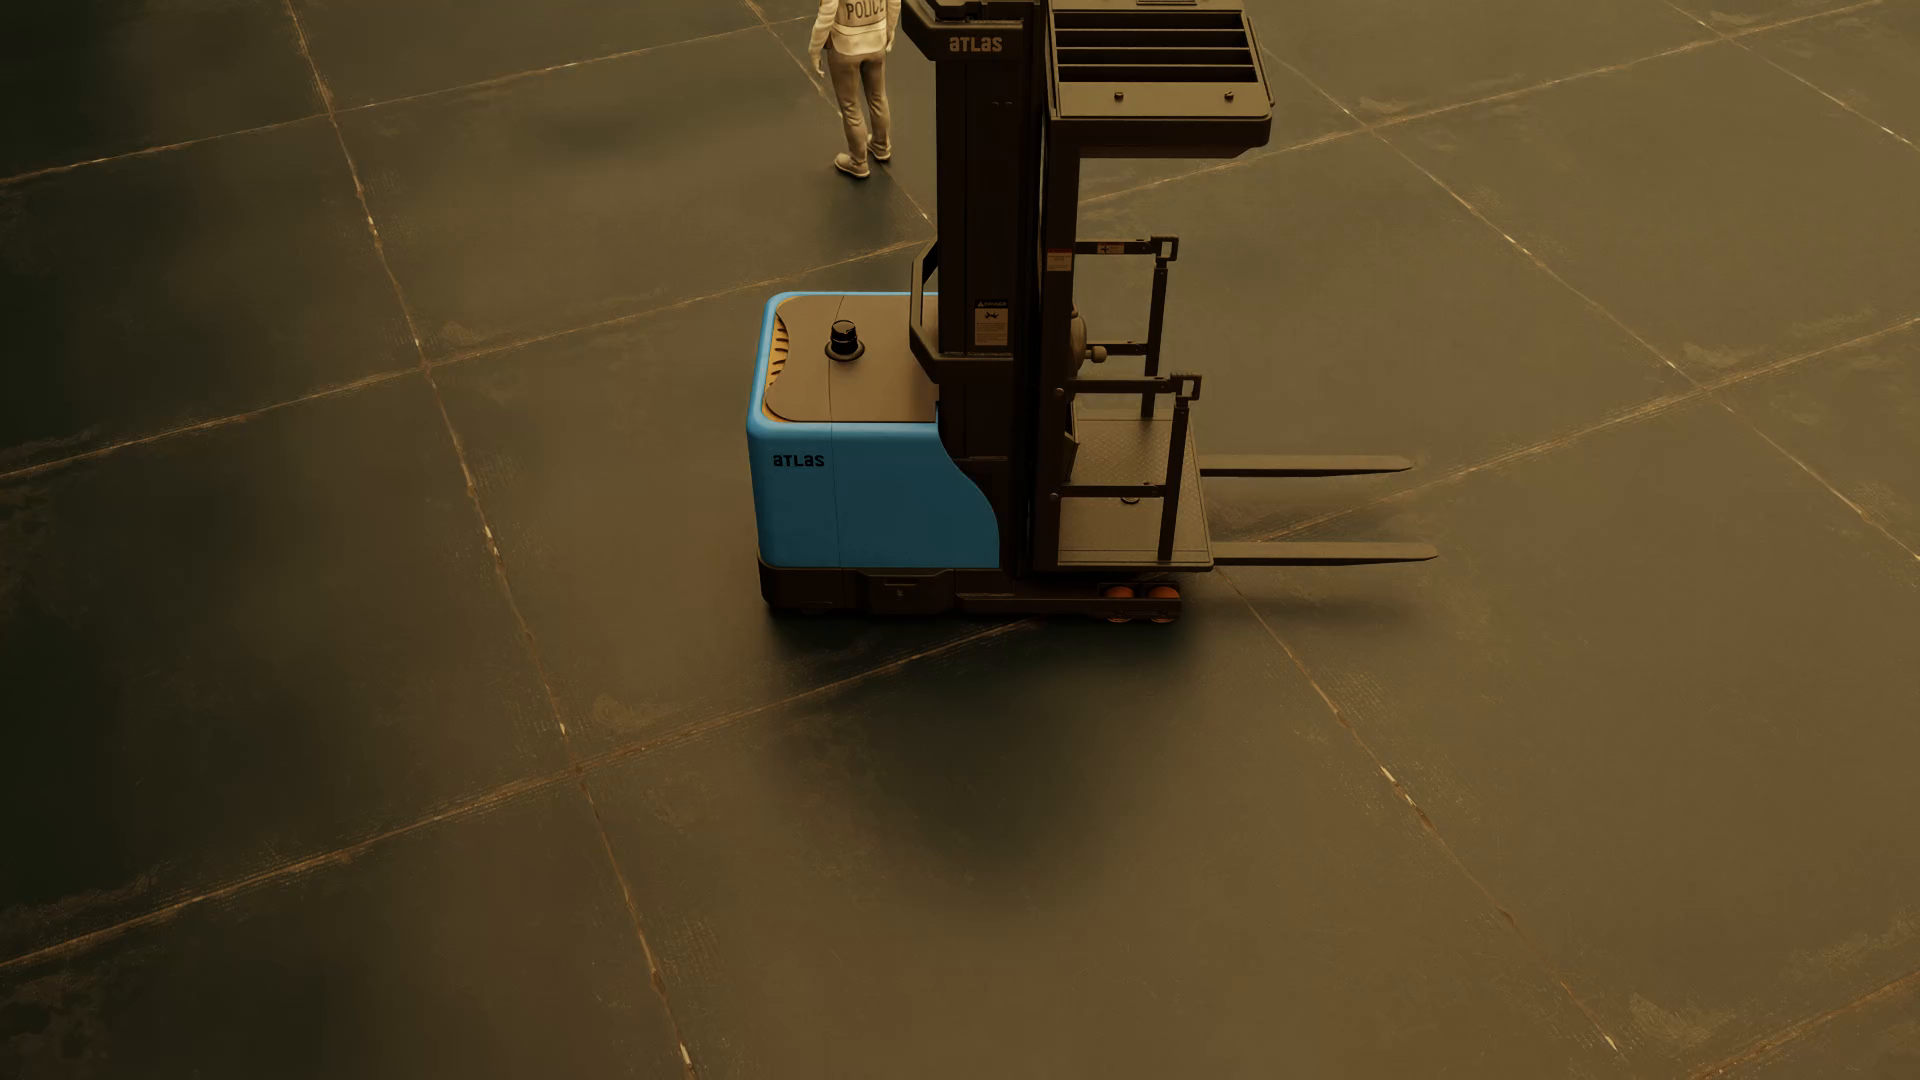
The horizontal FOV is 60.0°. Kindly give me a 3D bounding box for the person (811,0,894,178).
[{"bbox_3d":[-0.638,-2.904,9.719,0.568,1.651,0.501,-23,48,-23],"label":"person"}]

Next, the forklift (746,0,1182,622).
[{"bbox_3d":[0.079,-1.048,6.850,1.939,2.867,1.129,0,43,0],"label":"forklift"}]
